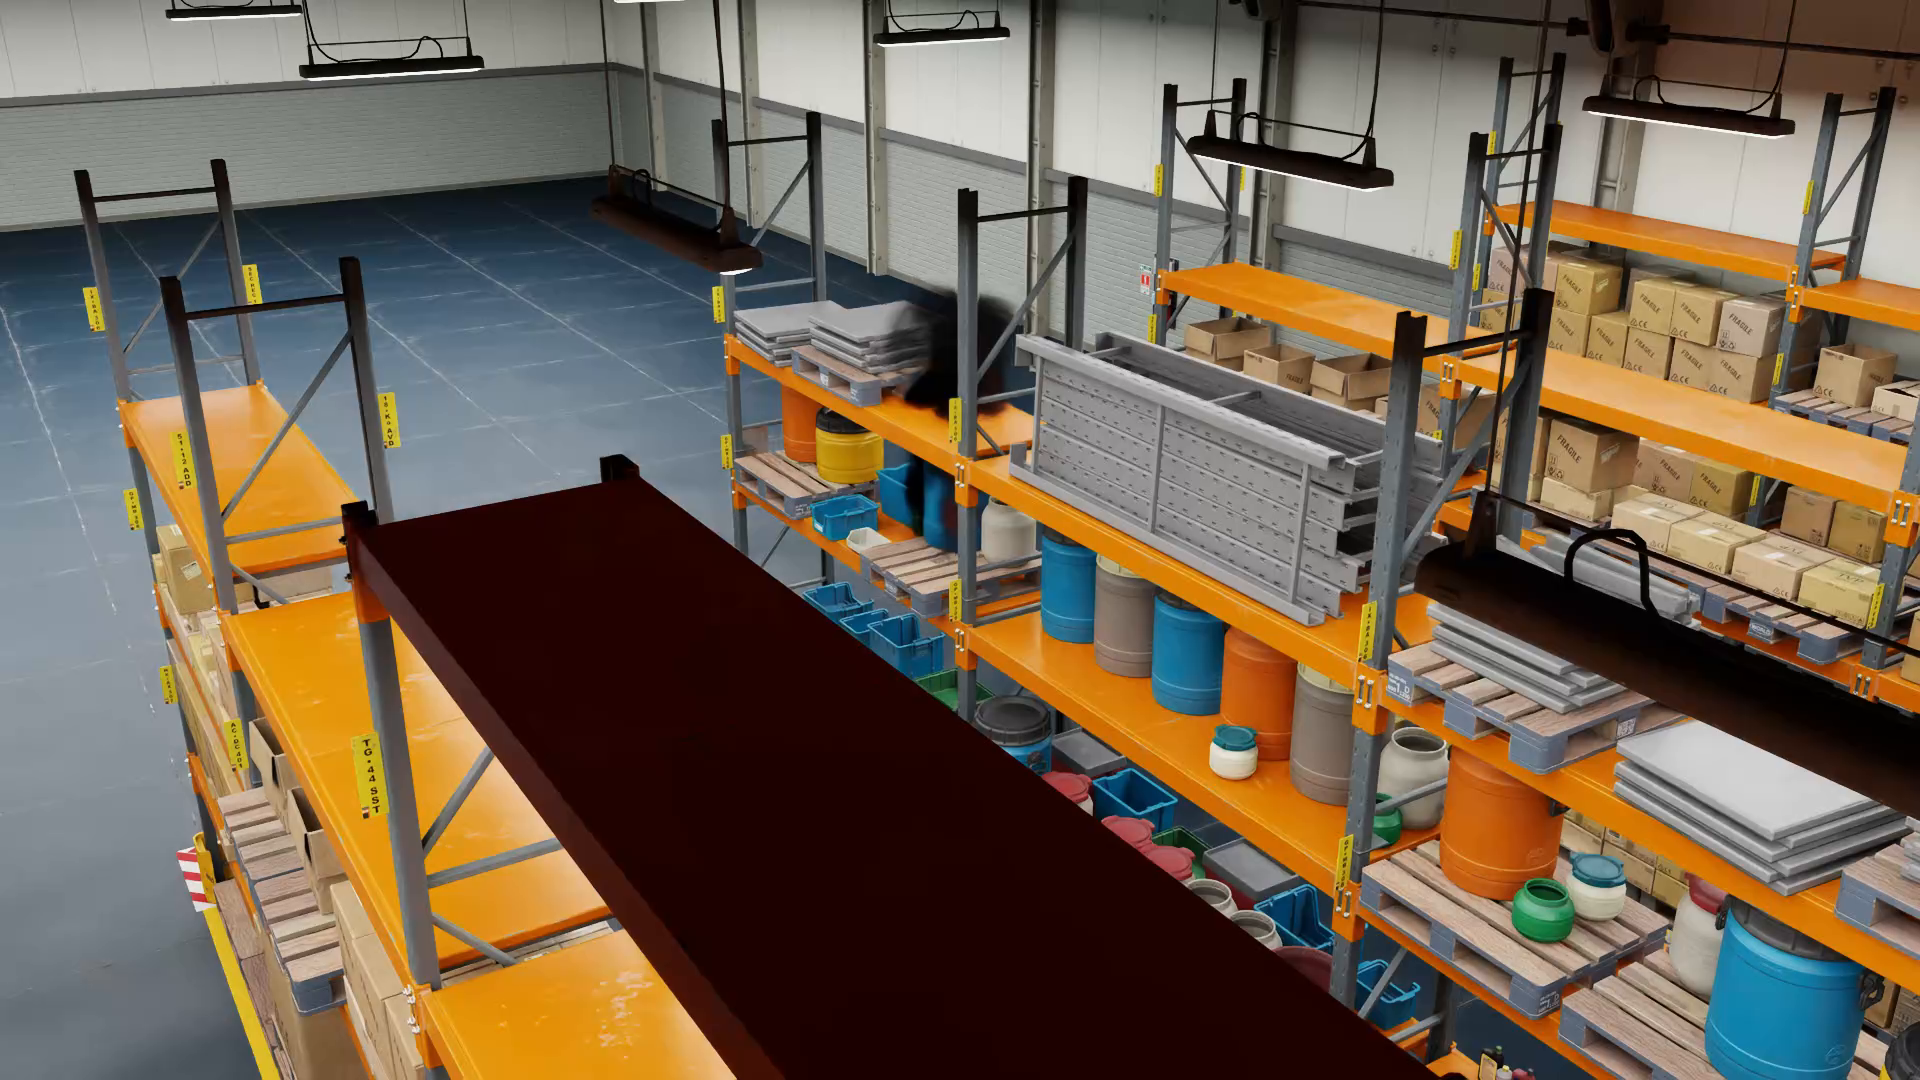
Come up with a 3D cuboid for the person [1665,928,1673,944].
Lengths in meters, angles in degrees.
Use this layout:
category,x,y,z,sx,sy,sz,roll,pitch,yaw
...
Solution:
category,x,y,z,sx,sy,sz,roll,pitch,yaw
person,4.592,3.275,10.979,0.623,1.679,0.645,-13,25,-30
